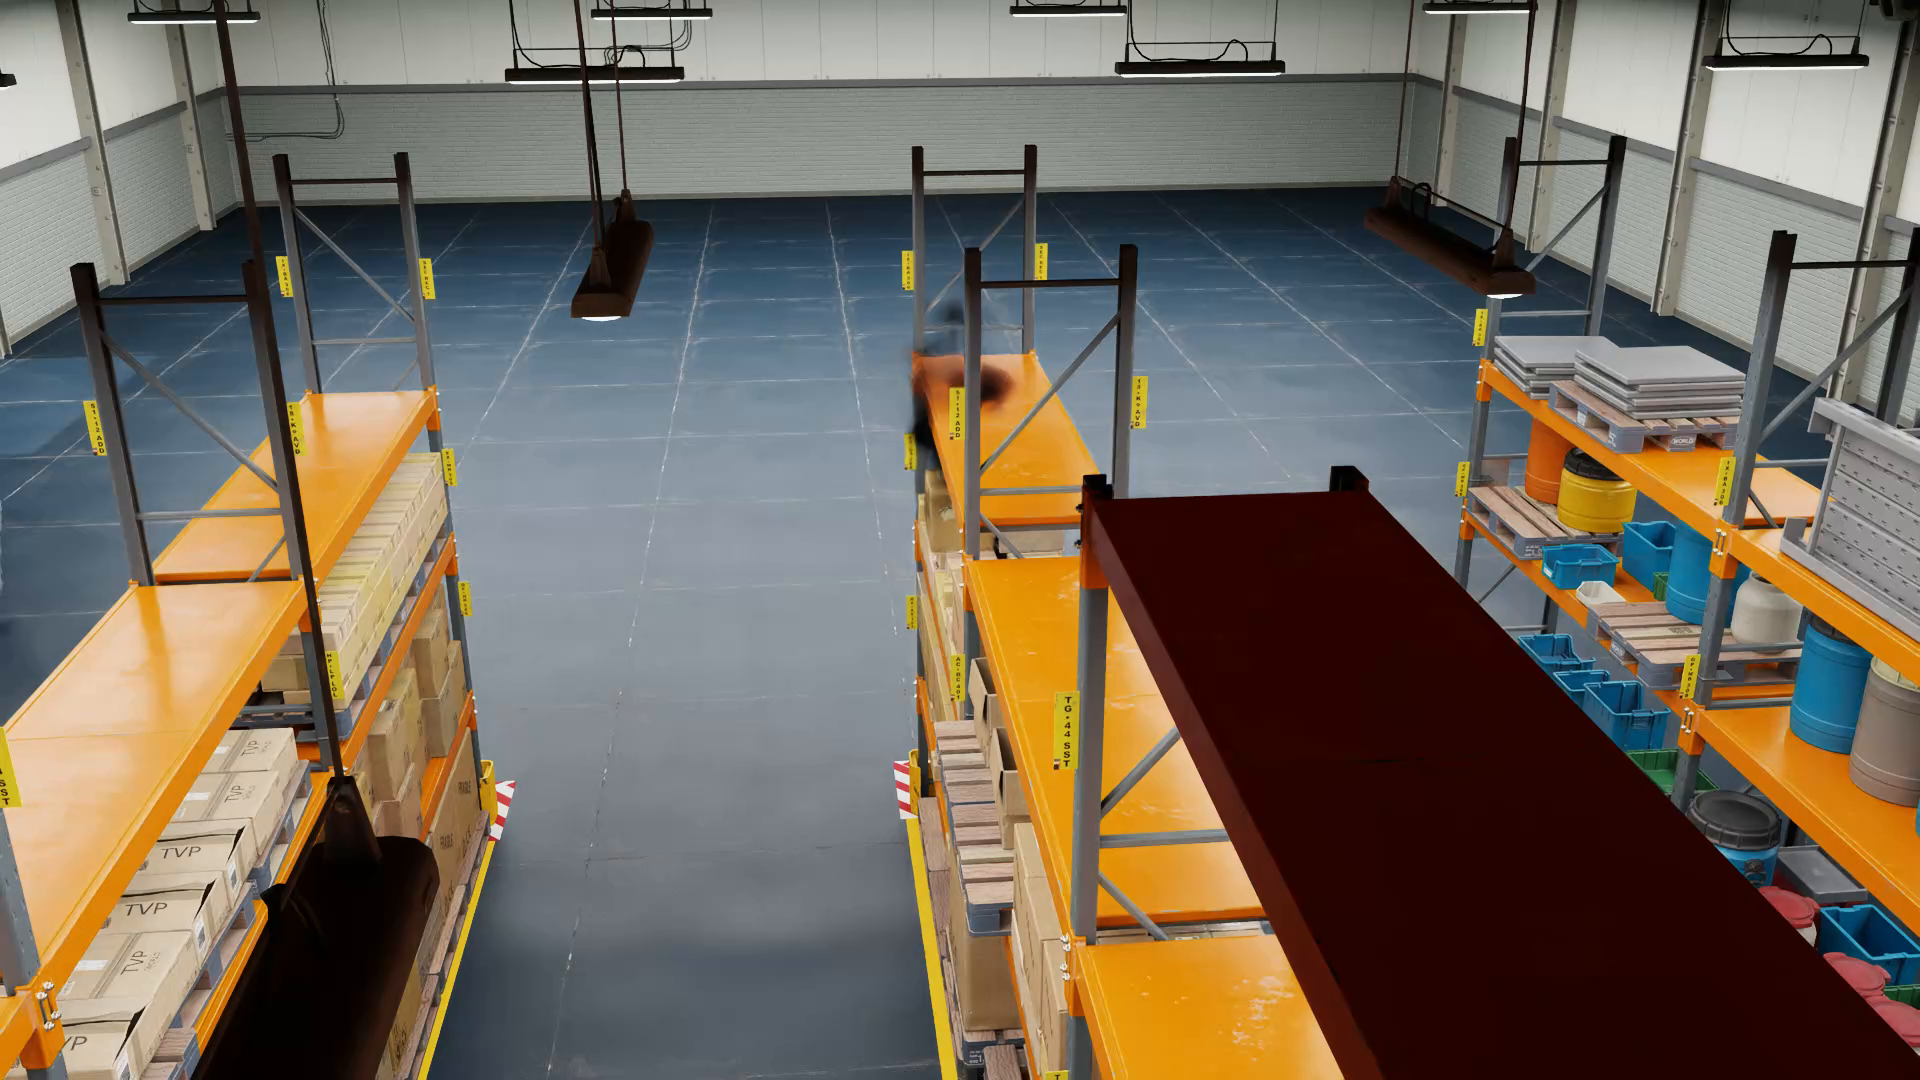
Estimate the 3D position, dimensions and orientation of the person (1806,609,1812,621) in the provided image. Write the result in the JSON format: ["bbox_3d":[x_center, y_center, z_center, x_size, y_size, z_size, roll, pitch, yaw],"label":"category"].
[{"bbox_3d":[9.417,0.593,17.779,0.626,1.719,0.731,7,23,17],"label":"person"}]
